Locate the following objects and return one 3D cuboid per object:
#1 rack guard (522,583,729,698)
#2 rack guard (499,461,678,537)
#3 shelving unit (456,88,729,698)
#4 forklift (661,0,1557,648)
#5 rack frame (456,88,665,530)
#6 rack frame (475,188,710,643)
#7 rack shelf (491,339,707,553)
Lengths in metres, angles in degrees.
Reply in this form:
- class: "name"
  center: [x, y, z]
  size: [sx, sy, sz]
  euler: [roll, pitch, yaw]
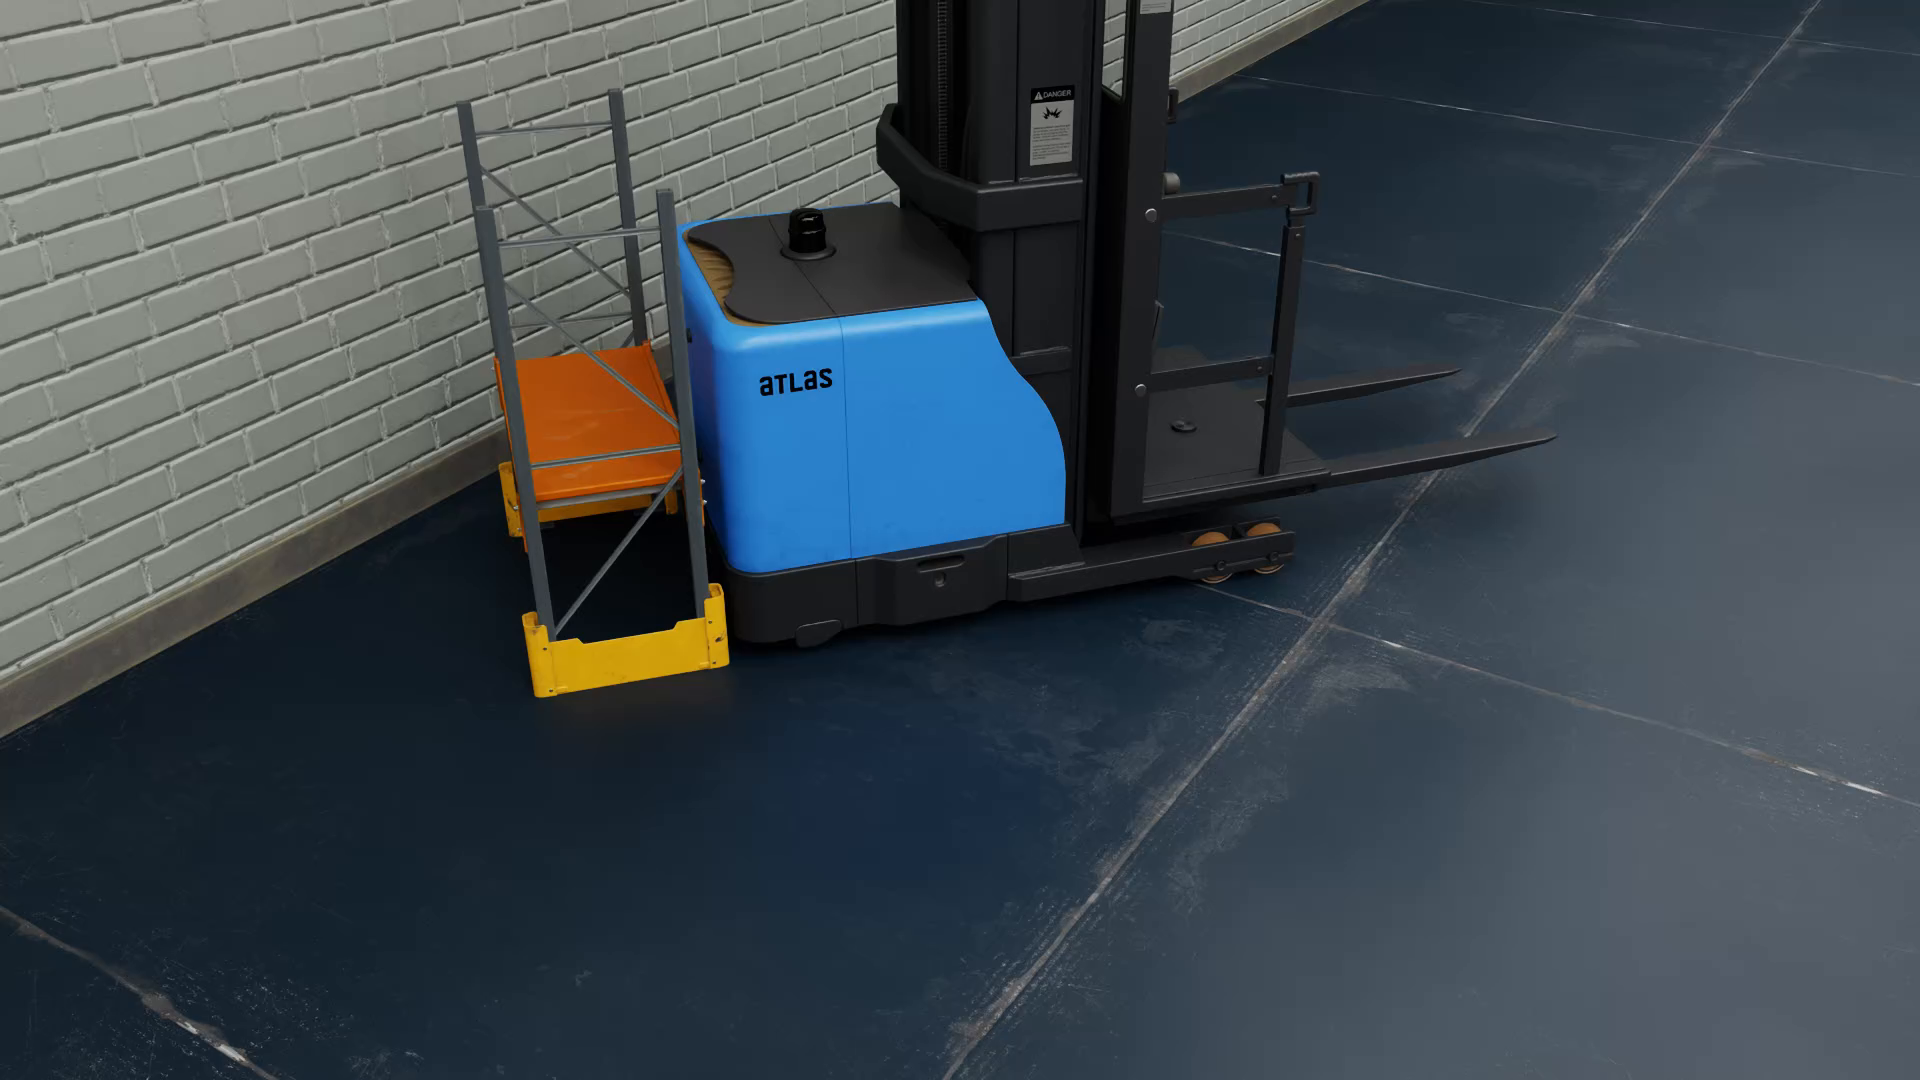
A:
- class: "rack guard"
  center: [-0.995, 0.300, 4.988]
  size: [0.587, 0.250, 0.087]
  euler: [-9, 31, -15]
- class: "rack guard"
  center: [-1.292, -0.179, 5.809]
  size: [0.587, 0.250, 0.087]
  euler: [-9, 31, -15]
- class: "shelving unit"
  center: [-1.144, -0.480, 5.084]
  size: [0.587, 1.500, 1.083]
  euler: [-9, 31, -15]
- class: "forklift"
  center: [0.597, -1.366, 5.182]
  size: [3.031, 2.935, 1.130]
  euler: [-9, 32, -16]
- class: "rack frame"
  center: [-1.292, -0.720, 5.495]
  size: [0.500, 1.500, 0.032]
  euler: [-9, 31, -15]
- class: "rack frame"
  center: [-0.989, -0.231, 4.657]
  size: [0.500, 1.500, 0.032]
  euler: [-9, 31, -15]
- class: "rack shelf"
  center: [-1.141, -0.320, 5.167]
  size: [0.538, 0.185, 1.000]
  euler: [-9, 31, -15]
